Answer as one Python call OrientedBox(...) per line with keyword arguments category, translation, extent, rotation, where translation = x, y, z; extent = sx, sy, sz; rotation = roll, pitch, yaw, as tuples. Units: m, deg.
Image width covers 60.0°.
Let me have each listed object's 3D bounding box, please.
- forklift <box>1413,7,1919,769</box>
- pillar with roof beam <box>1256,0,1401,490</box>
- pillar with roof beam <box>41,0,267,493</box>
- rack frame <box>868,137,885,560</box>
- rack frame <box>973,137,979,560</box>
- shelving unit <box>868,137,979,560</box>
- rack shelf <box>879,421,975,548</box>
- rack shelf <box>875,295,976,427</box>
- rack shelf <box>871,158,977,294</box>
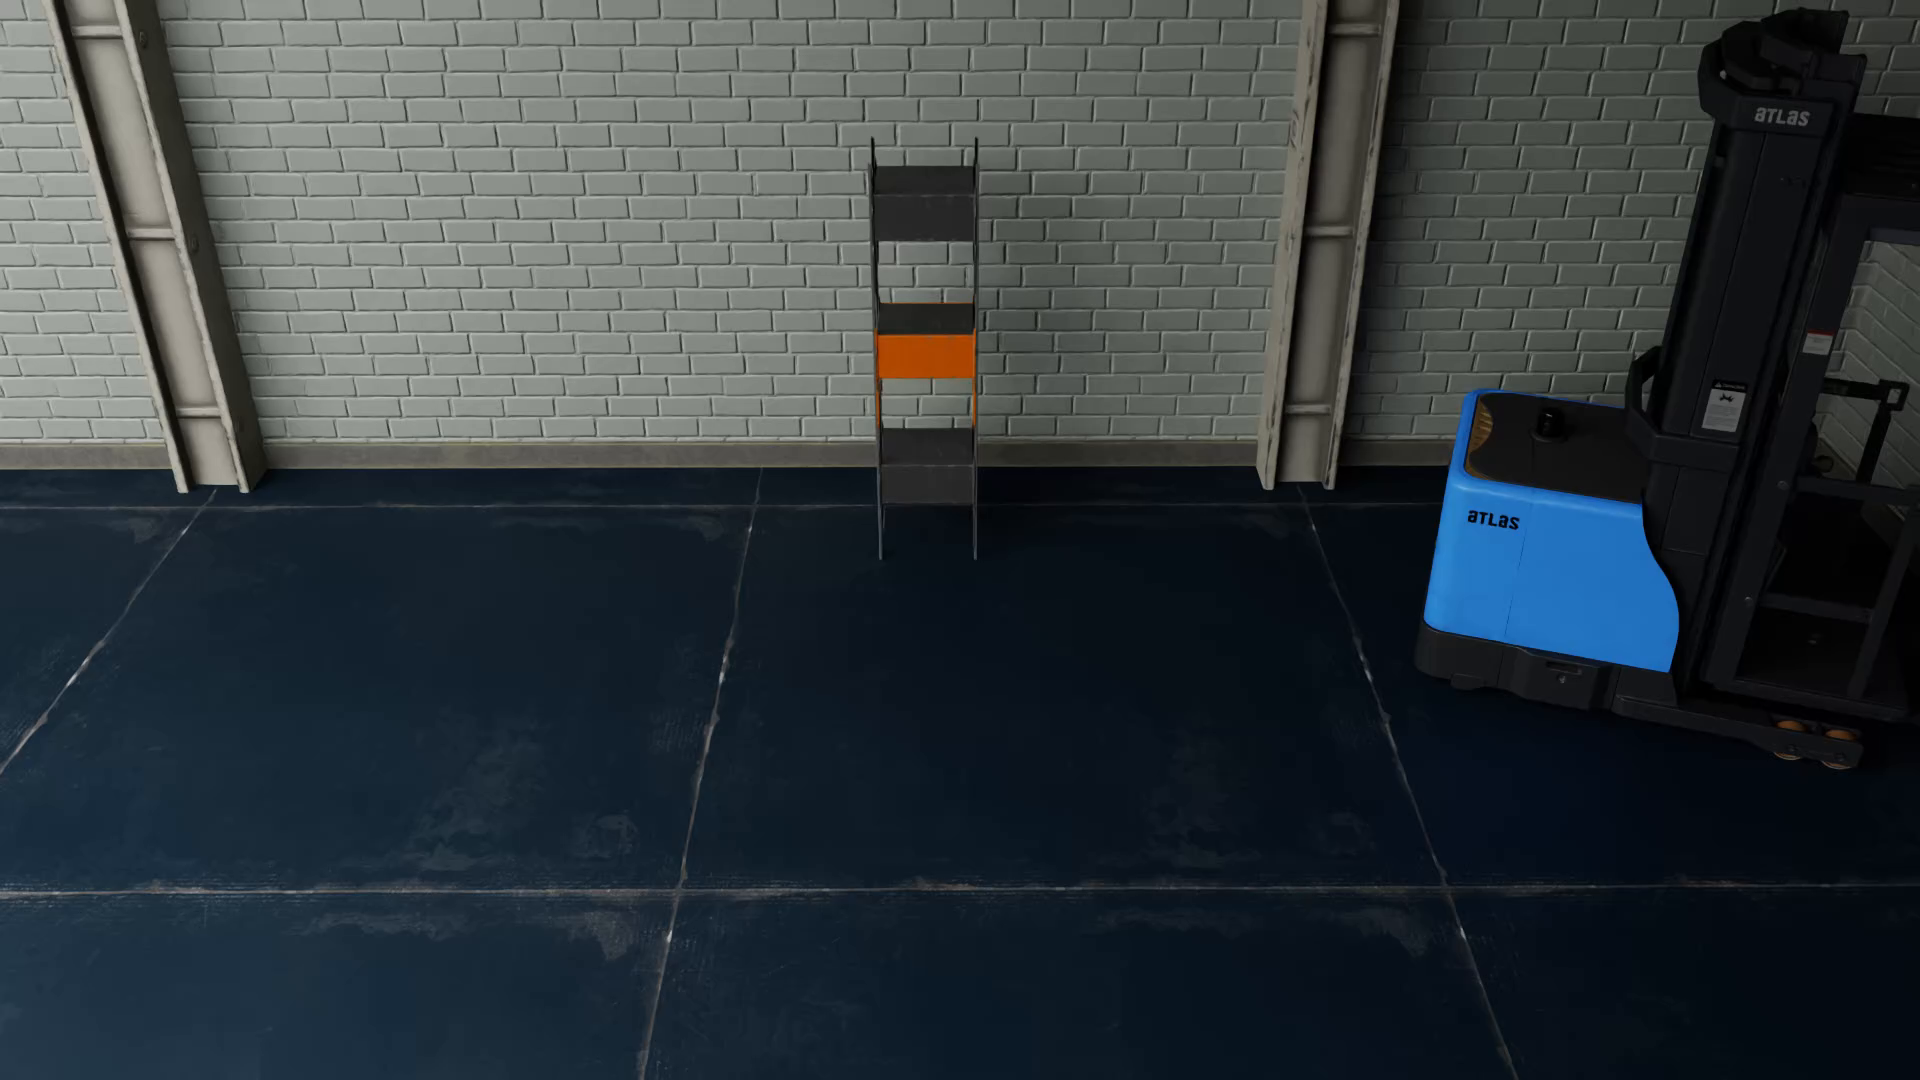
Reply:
OrientedBox(category="forklift", translation=(3.666, -0.582, 6.883), extent=(3.031, 2.935, 1.130), rotation=(10, 33, 17))
OrientedBox(category="pillar with roof beam", translation=(1.907, -1.974, 3.329), extent=(0.400, 9.000, 9.100), rotation=(0, 31, 0))
OrientedBox(category="pillar with roof beam", translation=(-4.093, -1.956, 3.298), extent=(0.400, 9.000, 9.100), rotation=(0, 31, 0))
OrientedBox(category="rack frame", translation=(-0.410, -0.896, 8.203), extent=(0.015, 2.100, 0.400), rotation=(0, 31, 0))
OrientedBox(category="rack frame", translation=(0.078, -0.898, 8.206), extent=(0.015, 2.100, 0.400), rotation=(0, 31, 0))
OrientedBox(category="shelving unit", translation=(-0.166, -0.897, 8.204), extent=(0.503, 2.100, 0.431), rotation=(0, 31, 0))
OrientedBox(category="rack shelf", translation=(-0.166, -0.287, 8.575), extent=(0.480, 0.518, 0.431), rotation=(0, 31, 0))
OrientedBox(category="rack shelf", translation=(-0.166, -0.886, 8.212), extent=(0.480, 0.518, 0.431), rotation=(0, 31, 0))
OrientedBox(category="rack shelf", translation=(-0.166, -1.484, 7.848), extent=(0.480, 0.518, 0.431), rotation=(0, 31, 0))
